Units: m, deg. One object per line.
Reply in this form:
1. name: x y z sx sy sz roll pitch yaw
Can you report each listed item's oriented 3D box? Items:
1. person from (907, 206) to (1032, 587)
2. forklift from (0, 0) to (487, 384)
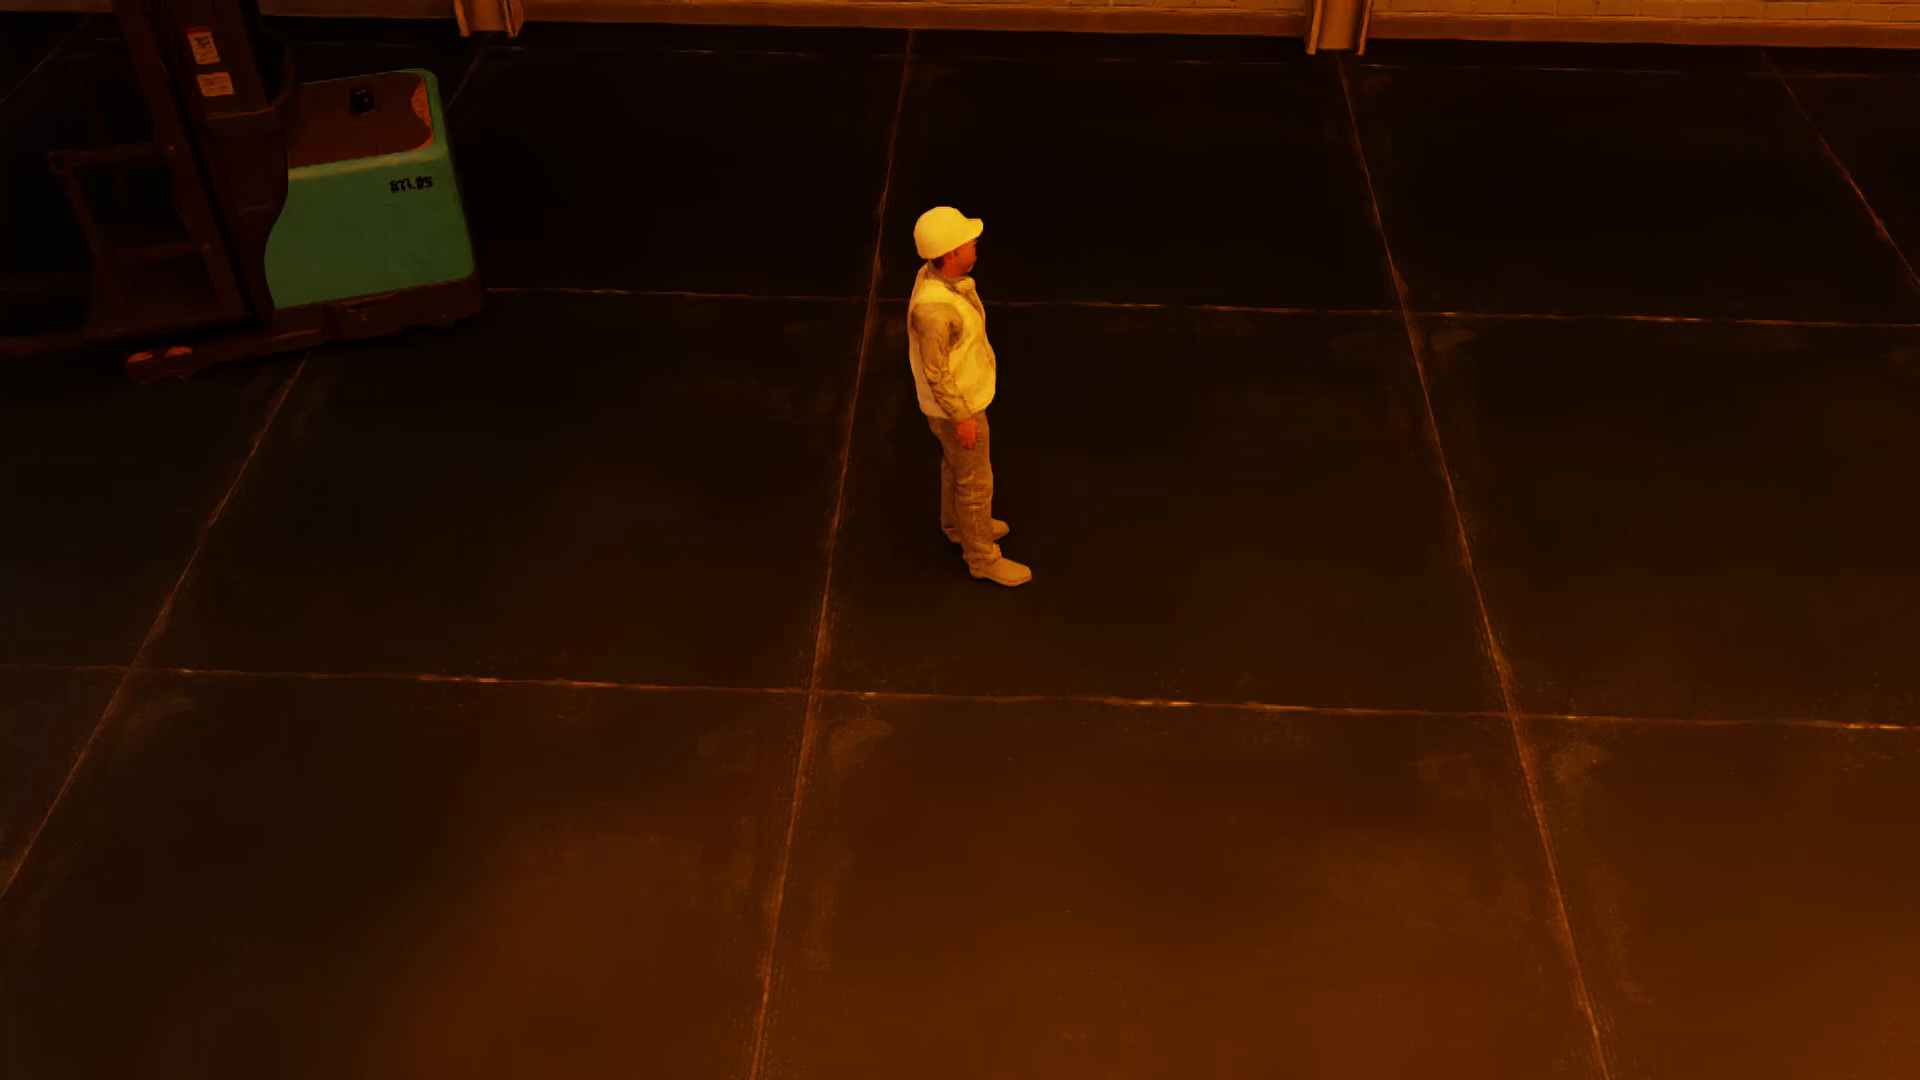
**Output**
1. person: 0.062 -0.653 7.305 0.567 1.773 0.632 2 42 2
2. forklift: -4.202 -2.310 8.273 3.031 2.935 1.130 -12 44 -13
